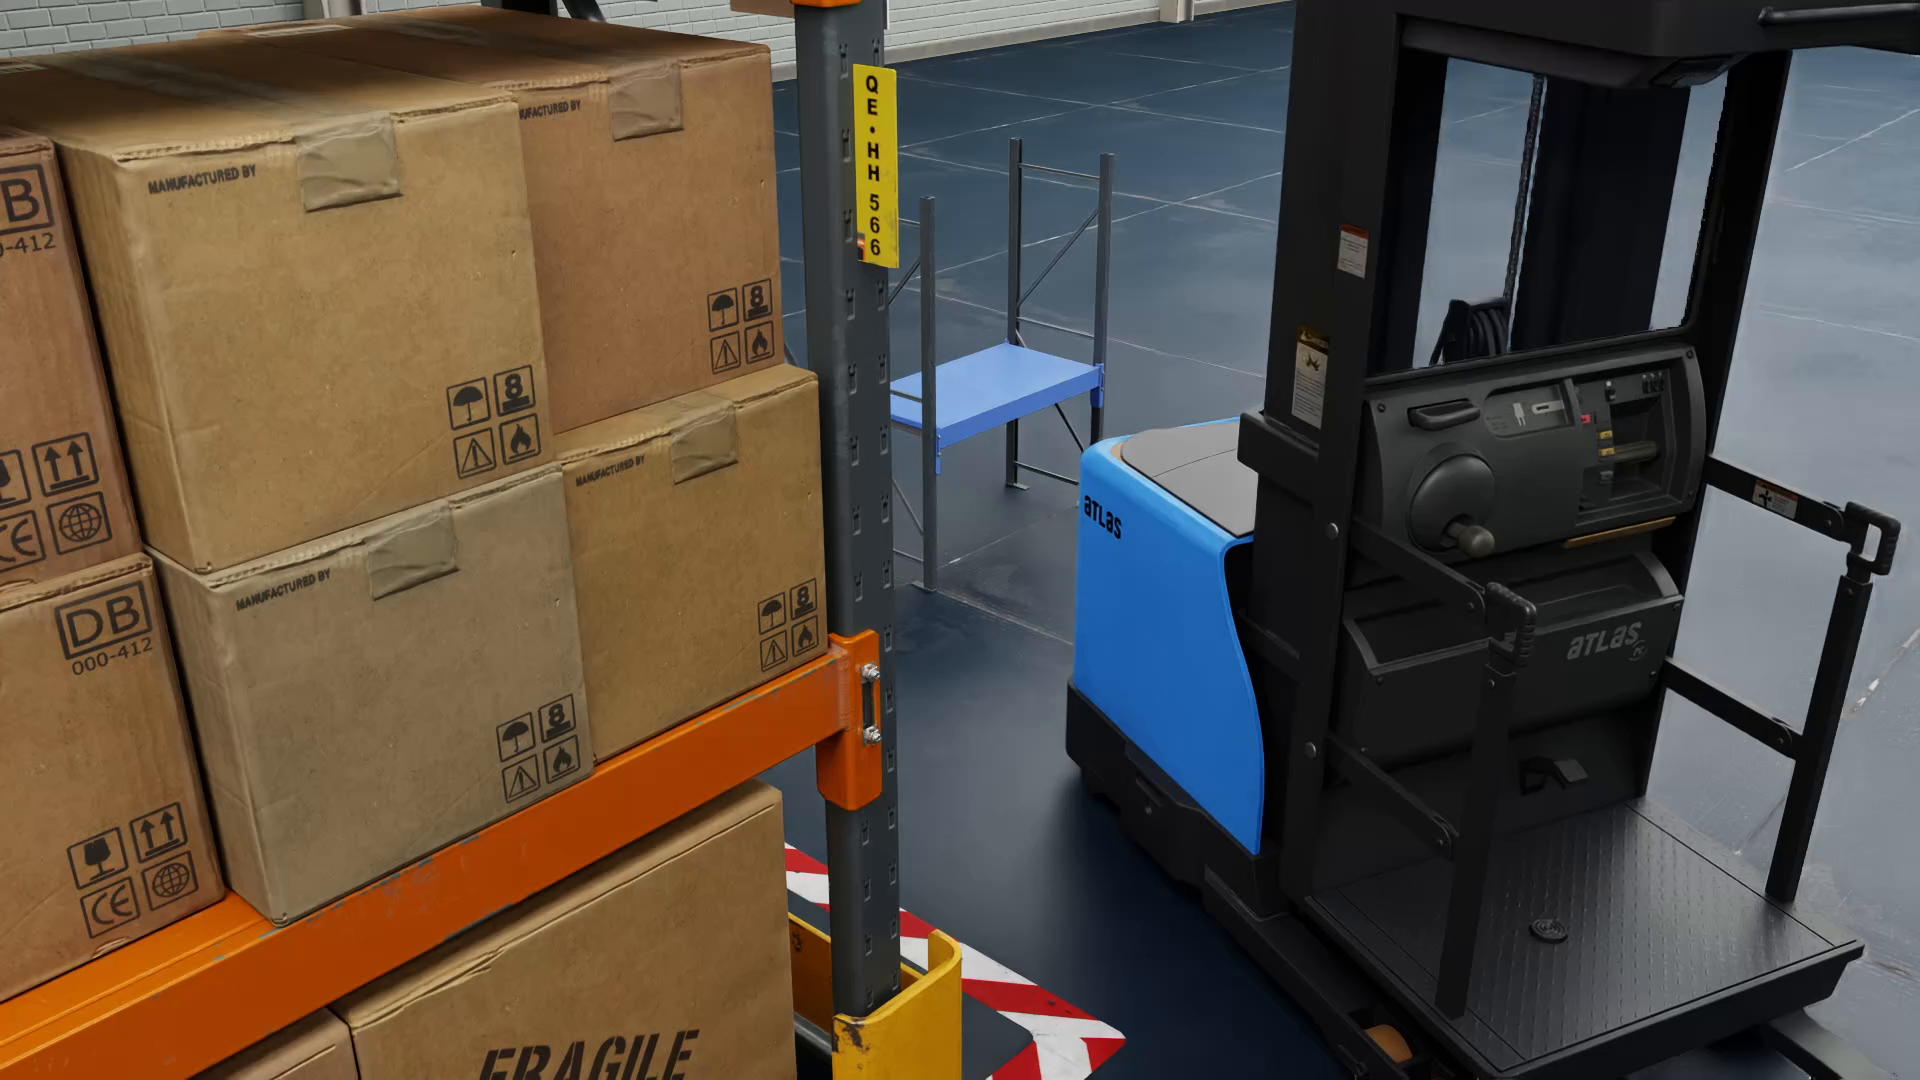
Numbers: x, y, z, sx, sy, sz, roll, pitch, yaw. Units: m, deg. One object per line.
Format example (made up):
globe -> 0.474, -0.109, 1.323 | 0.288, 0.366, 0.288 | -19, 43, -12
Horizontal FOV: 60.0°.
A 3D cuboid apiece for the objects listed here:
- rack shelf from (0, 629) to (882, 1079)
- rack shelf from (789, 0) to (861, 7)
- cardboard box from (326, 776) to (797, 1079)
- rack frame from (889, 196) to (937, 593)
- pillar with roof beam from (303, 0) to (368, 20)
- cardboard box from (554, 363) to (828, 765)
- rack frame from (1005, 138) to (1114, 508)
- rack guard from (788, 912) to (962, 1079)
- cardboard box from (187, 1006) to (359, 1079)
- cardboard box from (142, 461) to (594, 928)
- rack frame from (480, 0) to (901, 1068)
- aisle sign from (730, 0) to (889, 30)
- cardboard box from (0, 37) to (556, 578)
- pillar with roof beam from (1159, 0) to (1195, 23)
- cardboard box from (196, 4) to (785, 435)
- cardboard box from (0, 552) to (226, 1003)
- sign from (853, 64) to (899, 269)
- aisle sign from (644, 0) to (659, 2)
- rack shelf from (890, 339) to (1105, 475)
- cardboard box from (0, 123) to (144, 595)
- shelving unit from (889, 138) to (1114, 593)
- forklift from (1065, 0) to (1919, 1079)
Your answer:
rack shelf -> -1.871, 0.806, 2.166 | 1.077, 0.370, 4.000 | 20, 31, 38
rack shelf -> -1.871, -0.563, 1.552 | 1.077, 0.370, 4.000 | 20, 31, 38
cardboard box -> -0.939, 0.871, 3.226 | 0.875, 0.875, 0.875 | 20, 31, 38
rack frame -> -0.282, -0.555, 6.156 | 0.500, 1.500, 0.032 | 20, 31, 38
pillar with roof beam -> -1.914, -6.231, 9.648 | 9.100, 9.000, 0.400 | 20, 31, 38
cardboard box -> -0.750, -0.075, 3.068 | 0.875, 0.550, 0.550 | 20, 31, 38
rack frame -> 0.396, -0.865, 6.847 | 0.500, 1.500, 0.032 | 20, 31, 38
rack guard -> -0.520, 1.001, 3.906 | 1.175, 0.500, 0.348 | 20, 31, 38
cardboard box -> -1.525, 1.139, 2.626 | 0.875, 0.875, 0.875 | 20, 31, 37
cardboard box -> -1.100, 0.099, 2.680 | 0.875, 0.550, 0.550 | 20, 31, 38
rack frame -> -0.536, -0.132, 3.378 | 1.000, 3.000, 0.127 | 20, 31, 38
aisle sign -> -0.265, -1.258, 2.712 | 0.394, 0.787, 0.004 | 20, 31, 38
cardboard box -> -1.111, -0.398, 2.468 | 0.875, 0.550, 0.550 | 20, 31, 38
pillar with roof beam -> 6.095, -9.887, 17.802 | 9.100, 9.000, 0.400 | 20, 31, 38
cardboard box -> -0.812, -0.591, 2.898 | 0.875, 0.550, 0.550 | 20, 31, 38
cardboard box -> -1.568, 0.235, 2.376 | 0.875, 0.550, 0.550 | 20, 31, 38
sign -> -0.141, -0.616, 2.753 | 0.100, 0.325, 0.005 | 20, 31, 38
aisle sign -> -0.712, -1.422, 3.077 | 0.394, 0.787, 0.004 | 20, 31, 38
rack shelf -> 0.057, -0.546, 6.575 | 0.538, 0.185, 1.000 | 20, 31, 38
cardboard box -> -1.586, -0.264, 2.170 | 0.875, 0.550, 0.550 | 20, 31, 38
shelving unit -> 0.057, -0.710, 6.501 | 0.538, 1.500, 1.048 | 20, 31, 38
forklift -> 1.397, -0.172, 3.552 | 1.130, 2.935, 3.031 | -11, 26, -22
